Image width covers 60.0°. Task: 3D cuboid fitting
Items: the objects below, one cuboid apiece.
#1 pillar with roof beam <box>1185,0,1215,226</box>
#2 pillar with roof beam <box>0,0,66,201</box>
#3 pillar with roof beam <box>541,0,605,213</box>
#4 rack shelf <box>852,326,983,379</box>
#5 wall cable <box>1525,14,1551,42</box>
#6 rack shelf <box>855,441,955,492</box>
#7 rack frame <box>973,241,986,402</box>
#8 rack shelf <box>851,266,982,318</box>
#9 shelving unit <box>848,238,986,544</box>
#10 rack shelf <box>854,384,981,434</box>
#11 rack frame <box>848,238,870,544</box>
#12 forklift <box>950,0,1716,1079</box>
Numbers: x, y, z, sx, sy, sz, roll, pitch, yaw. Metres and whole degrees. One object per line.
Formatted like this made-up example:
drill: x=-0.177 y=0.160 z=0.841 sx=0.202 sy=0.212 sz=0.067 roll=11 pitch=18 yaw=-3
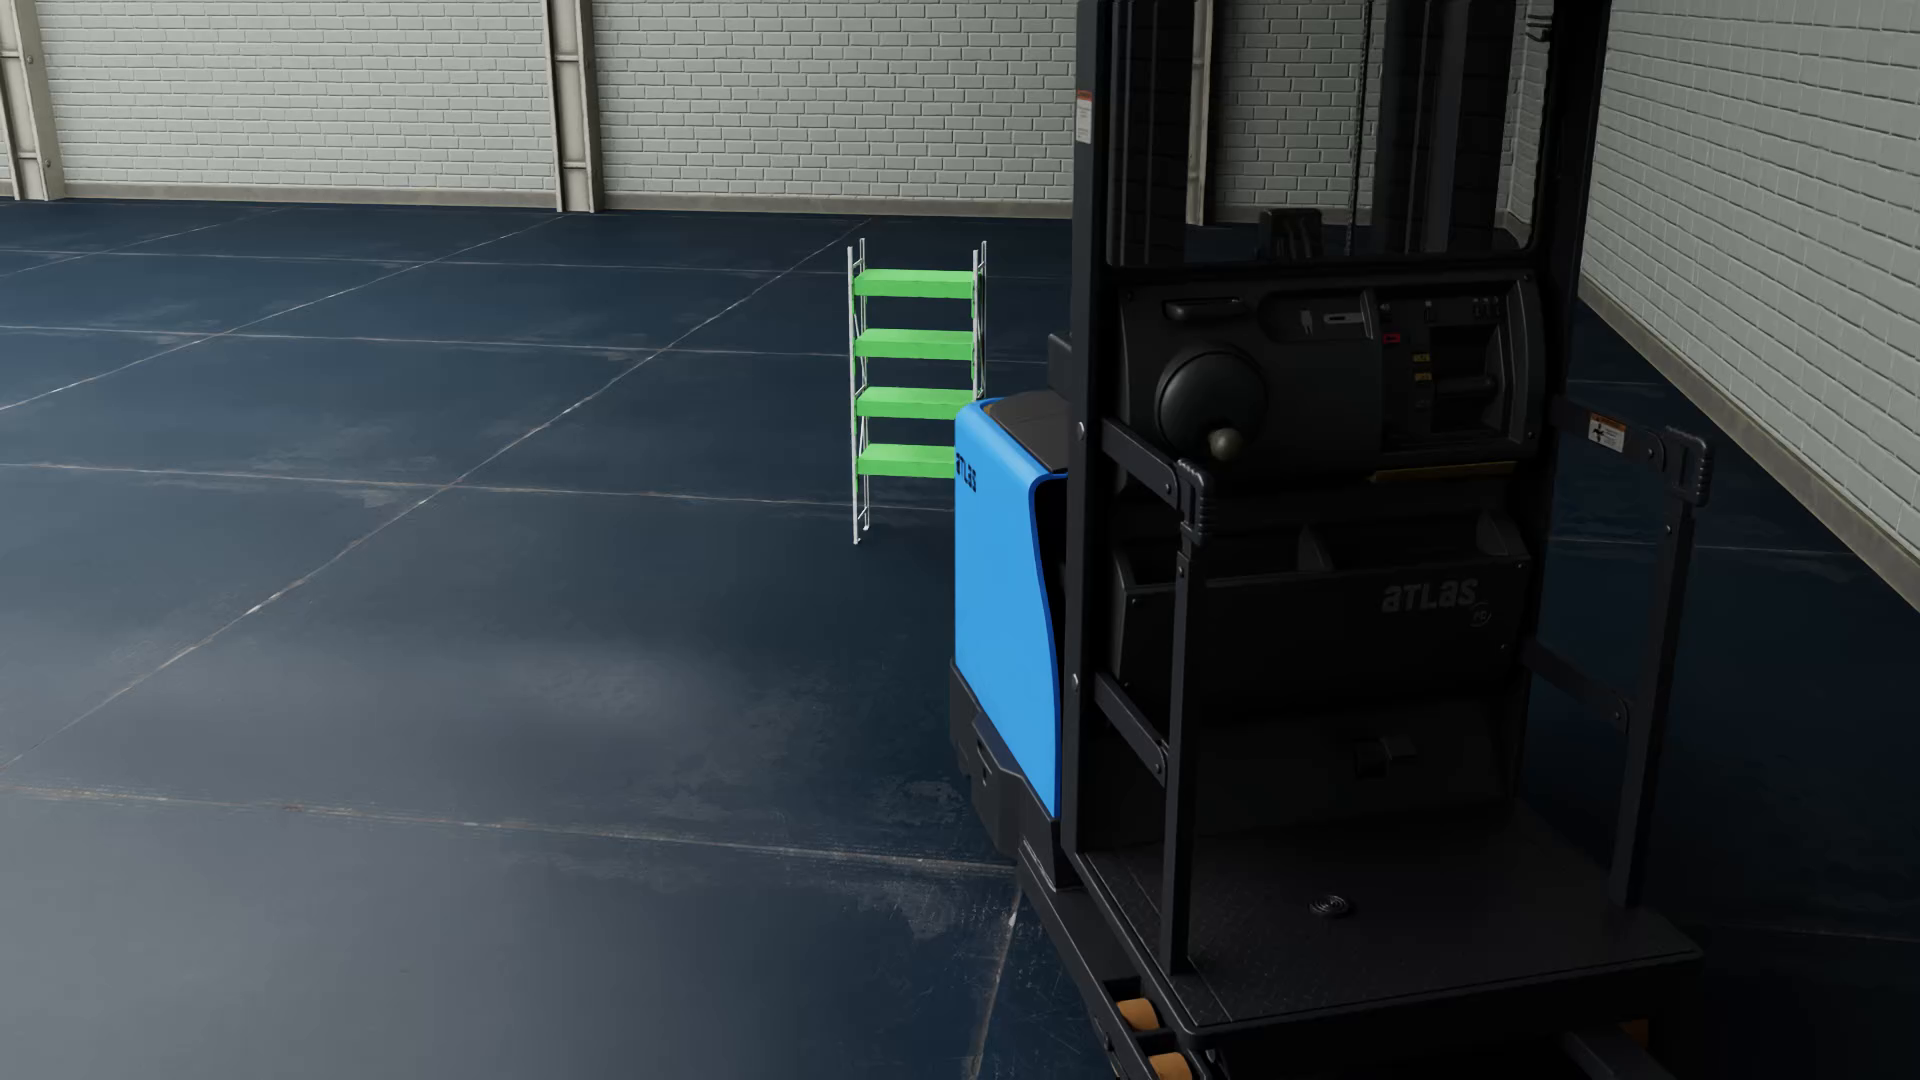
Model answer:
pillar with roof beam: x=1.436 y=-5.932 z=10.350 sx=0.400 sy=9.000 sz=9.100 roll=3 pitch=19 yaw=9
pillar with roof beam: x=-10.412 y=-6.536 z=12.155 sx=0.400 sy=9.000 sz=9.100 roll=3 pitch=19 yaw=9
pillar with roof beam: x=-4.488 y=-6.234 z=11.252 sx=0.400 sy=9.000 sz=9.100 roll=3 pitch=19 yaw=9
rack shelf: x=-0.163 y=-0.744 z=6.582 sx=0.480 sy=0.148 sz=0.258 roll=3 pitch=19 yaw=9
wall cable: x=4.818 y=-5.245 z=13.192 sx=0.112 sy=2.526 sz=3.097 roll=3 pitch=19 yaw=9
rack shelf: x=-0.163 y=-0.289 z=6.734 sx=0.480 sy=0.148 sz=0.258 roll=3 pitch=19 yaw=9
rack frame: x=0.077 y=-0.565 z=6.601 sx=0.015 sy=1.200 sz=0.240 roll=3 pitch=19 yaw=9
rack shelf: x=-0.163 y=-0.972 z=6.506 sx=0.480 sy=0.148 sz=0.258 roll=3 pitch=19 yaw=9
shelving unit: x=-0.163 y=-0.577 z=6.638 sx=0.503 sy=1.200 sz=0.258 roll=3 pitch=19 yaw=9
rack shelf: x=-0.163 y=-0.517 z=6.658 sx=0.480 sy=0.148 sz=0.258 roll=3 pitch=19 yaw=9
rack frame: x=-0.404 y=-0.590 z=6.674 sx=0.015 sy=1.200 sz=0.240 roll=3 pitch=19 yaw=9
forklift: x=0.824 y=-0.344 z=3.213 sx=1.130 sy=2.935 sz=3.031 roll=-5 pitch=19 yaw=-13
